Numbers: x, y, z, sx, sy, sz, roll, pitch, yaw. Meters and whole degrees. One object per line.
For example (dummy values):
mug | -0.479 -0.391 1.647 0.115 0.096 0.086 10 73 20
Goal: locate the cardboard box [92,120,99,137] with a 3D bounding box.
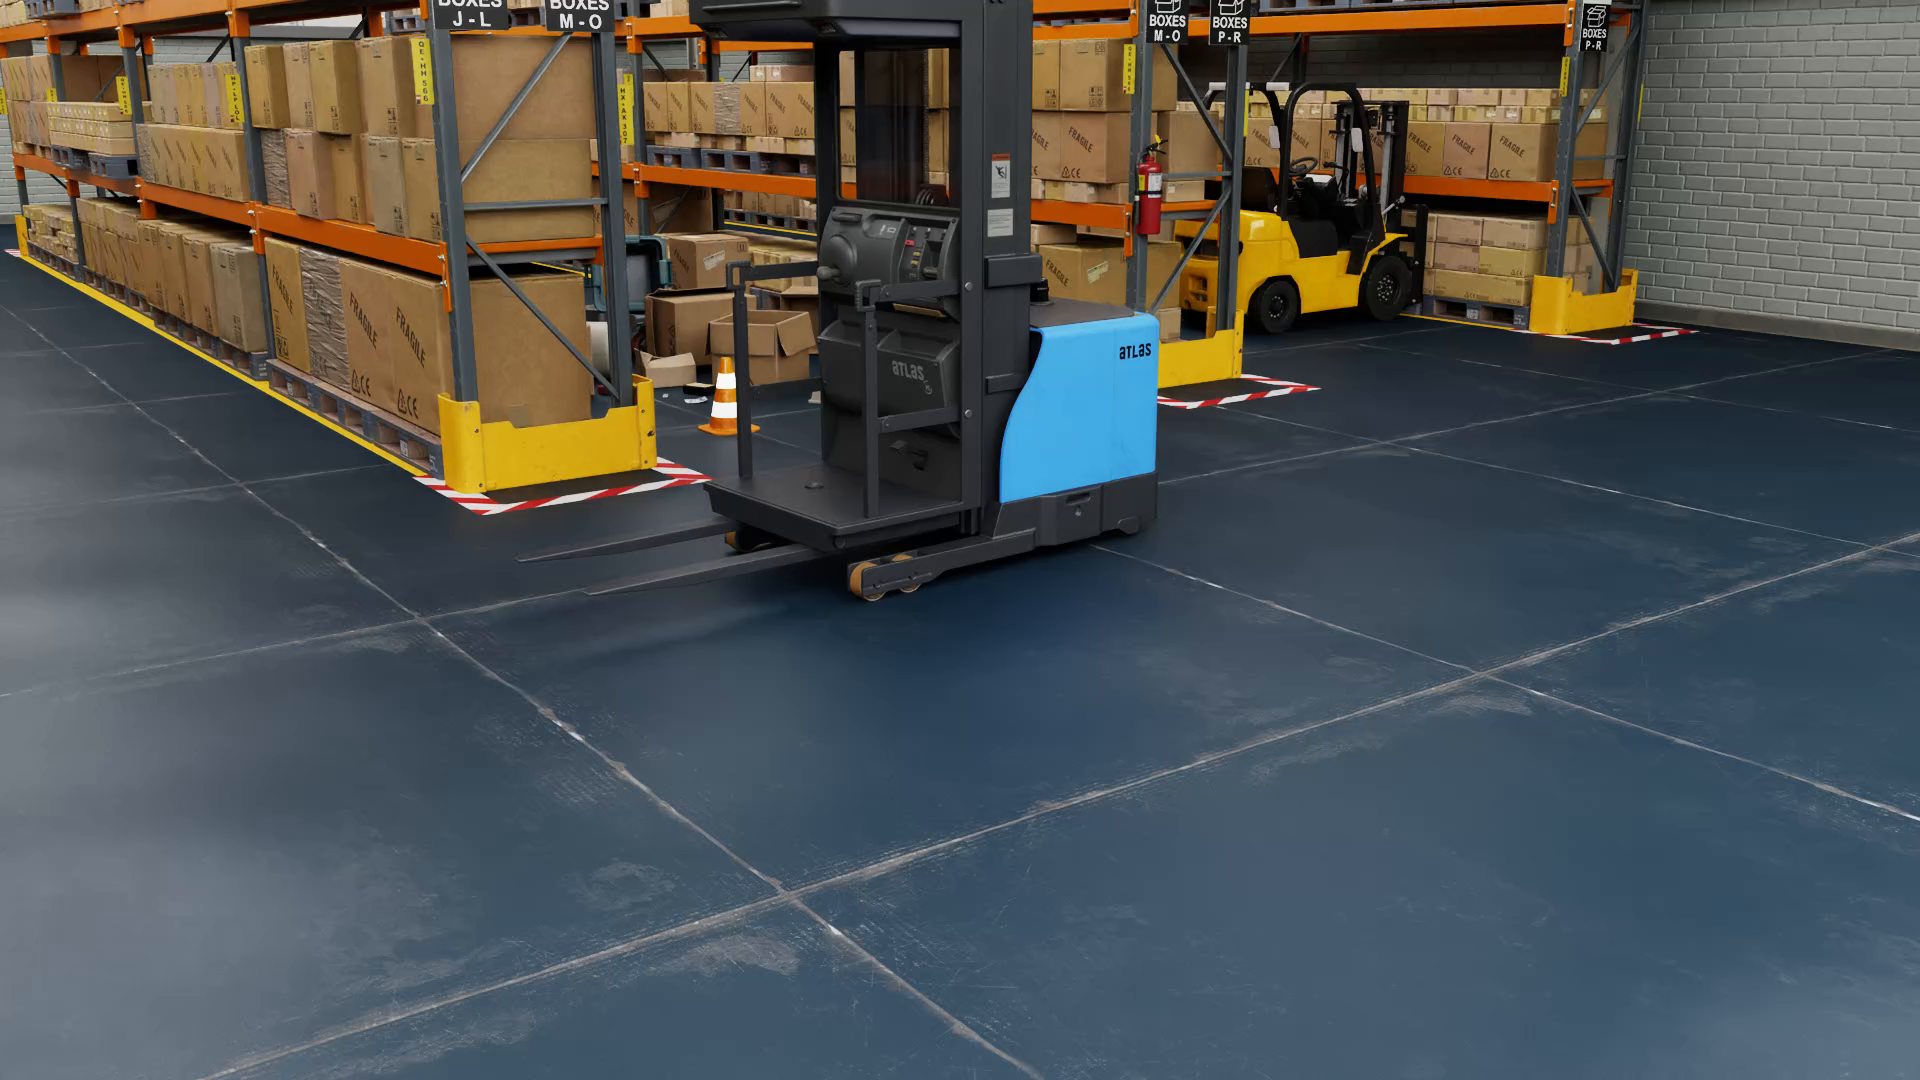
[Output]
cardboard box | -7.996 -3.903 15.770 0.380 0.149 0.250 -10 18 -33

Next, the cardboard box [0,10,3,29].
cardboard box | -11.668 -6.478 20.664 0.500 0.250 0.500 -10 18 -33

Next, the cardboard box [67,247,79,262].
cardboard box | -9.880 -3.243 18.848 0.380 0.149 0.250 -11 19 -34

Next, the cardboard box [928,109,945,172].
cardboard box | -0.093 -3.308 13.727 0.500 0.500 0.500 -11 19 -35

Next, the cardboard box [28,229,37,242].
cardboard box | -11.677 -3.905 21.266 0.380 0.149 0.250 -10 18 -33

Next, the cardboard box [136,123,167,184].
cardboard box | -6.976 -3.441 14.777 0.500 0.500 0.500 -11 19 -34

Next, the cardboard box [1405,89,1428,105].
cardboard box | 4.427 -4.189 15.717 0.380 0.149 0.250 -10 18 -33

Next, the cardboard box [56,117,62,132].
cardboard box | -9.208 -4.344 17.382 0.380 0.149 0.250 -10 18 -33

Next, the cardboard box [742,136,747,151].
cardboard box | -1.911 -3.907 16.349 0.380 0.149 0.250 -12 19 -36

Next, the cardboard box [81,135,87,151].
cardboard box | -8.434 -3.921 16.399 0.380 0.149 0.250 -10 18 -33

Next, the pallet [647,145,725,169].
pallet | -2.572 -4.092 17.709 1.213 0.211 1.003 -11 19 -35

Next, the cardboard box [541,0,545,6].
cardboard box | -4.638 -6.315 19.243 0.396 0.266 0.258 -9 18 -30

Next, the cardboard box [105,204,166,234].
cardboard box | -8.228 -3.212 16.647 0.500 0.250 0.500 -10 18 -33

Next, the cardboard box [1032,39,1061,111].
cardboard box | 0.858 -3.471 12.427 0.700 0.500 0.500 -11 19 -34

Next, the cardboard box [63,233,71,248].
cardboard box | -9.985 -3.429 18.965 0.380 0.149 0.250 -12 19 -37

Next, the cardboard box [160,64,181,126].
cardboard box | -6.467 -3.856 14.399 0.700 0.500 0.500 -11 19 -35

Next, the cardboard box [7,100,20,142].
cardboard box | -11.685 -5.292 20.976 0.500 0.500 0.500 -10 18 -32

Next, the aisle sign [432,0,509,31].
aisle sign | -2.519 -3.014 8.483 0.394 0.787 0.004 -11 19 -35

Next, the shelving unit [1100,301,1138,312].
shelving unit | 0.744 -0.687 8.598 0.215 1.050 0.252 -13 20 -39

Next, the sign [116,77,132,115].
sign | -7.455 -3.965 14.836 0.100 0.325 0.005 -11 19 -35

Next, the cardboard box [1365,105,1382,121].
cardboard box | 4.155 -4.156 16.162 0.380 0.149 0.250 -11 19 -36

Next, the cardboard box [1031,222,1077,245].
cardboard box | 0.674 -2.362 12.786 0.380 0.149 0.250 -10 18 -33

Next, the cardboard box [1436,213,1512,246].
cardboard box | 4.811 -2.900 15.509 0.500 0.250 0.500 -10 18 -34

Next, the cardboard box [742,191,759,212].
cardboard box | -3.014 -5.463 26.294 0.700 0.500 0.500 -10 18 -32

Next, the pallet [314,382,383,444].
pallet | -3.565 -0.896 10.951 1.003 0.211 1.213 -11 19 -35

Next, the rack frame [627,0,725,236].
rack frame | -3.077 -4.320 18.180 1.000 3.000 0.127 -11 19 -35

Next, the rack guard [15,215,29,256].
rack guard | -11.681 -4.017 21.806 1.175 0.500 0.348 -11 19 -35

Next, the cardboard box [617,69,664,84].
cardboard box | -3.593 -4.921 18.289 0.500 0.500 0.500 -11 19 -36

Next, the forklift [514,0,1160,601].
forklift | -0.487 -1.308 7.303 3.031 2.935 1.130 -12 20 -38

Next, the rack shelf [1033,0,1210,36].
rack shelf | 0.451 -4.139 13.197 1.077 0.370 4.000 -11 19 -35

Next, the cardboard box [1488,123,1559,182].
cardboard box | 5.138 -3.496 14.978 0.500 0.500 0.500 -11 19 -36

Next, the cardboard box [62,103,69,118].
cardboard box | -8.901 -4.376 16.934 0.380 0.149 0.250 -11 19 -35

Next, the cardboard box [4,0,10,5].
cardboard box | -11.083 -6.499 19.795 0.500 0.250 0.500 -11 19 -34

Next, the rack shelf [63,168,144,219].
rack shelf | -8.198 -3.611 16.949 1.077 0.370 4.000 -11 19 -35

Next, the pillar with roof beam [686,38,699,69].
pillar with roof beam | -8.107 -9.741 26.620 9.100 9.000 0.400 -11 19 -35

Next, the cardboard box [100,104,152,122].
cardboard box | -7.681 -3.932 15.315 0.380 0.149 0.250 -12 19 -37

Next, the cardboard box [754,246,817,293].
cardboard box | -1.461 -2.666 16.317 0.950 0.372 0.625 -10 18 -31

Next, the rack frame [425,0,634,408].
rack frame | -2.318 -1.822 9.052 1.000 3.000 0.127 -11 19 -35

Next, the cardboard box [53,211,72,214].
cardboard box | -10.677 -3.872 20.018 0.380 0.149 0.250 -11 19 -34

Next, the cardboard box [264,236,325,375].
cardboard box | -4.357 -1.709 11.867 0.875 0.875 0.875 -11 19 -34

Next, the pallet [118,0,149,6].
pallet | -6.600 -4.757 14.450 1.213 0.211 1.003 -10 18 -32

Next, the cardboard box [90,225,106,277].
cardboard box | -8.841 -3.070 17.550 0.500 0.500 0.500 -10 18 -32

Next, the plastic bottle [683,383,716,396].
plastic bottle | -1.891 -1.086 11.927 0.283 0.061 0.133 10 18 33

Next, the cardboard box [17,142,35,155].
cardboard box | -11.502 -4.884 20.714 0.380 0.149 0.250 -12 19 -36

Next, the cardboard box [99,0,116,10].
cardboard box | -7.563 -5.108 15.186 0.500 0.500 0.500 -11 19 -35

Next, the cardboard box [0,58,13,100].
cardboard box | -11.676 -5.776 20.850 0.500 0.500 0.500 -11 19 -35

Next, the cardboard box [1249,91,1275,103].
cardboard box | 3.235 -4.628 17.322 0.380 0.149 0.250 -10 18 -33

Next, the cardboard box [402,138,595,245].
cardboard box | -2.573 -1.967 9.296 0.875 0.550 0.550 -11 19 -35

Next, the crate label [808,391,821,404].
crate label | -0.880 -1.036 11.603 0.298 0.136 0.250 7 17 23

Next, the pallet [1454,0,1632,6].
pallet | 5.245 -4.943 14.938 1.003 0.211 1.213 -11 19 -35

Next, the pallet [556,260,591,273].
pallet | -4.193 -3.416 20.157 1.003 0.211 1.213 -11 19 -35

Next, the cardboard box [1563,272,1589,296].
cardboard box | 5.509 -2.395 15.558 0.500 0.250 0.500 -11 19 -34

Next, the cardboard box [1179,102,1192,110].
cardboard box | 2.639 -4.750 18.330 0.380 0.149 0.250 -11 19 -35

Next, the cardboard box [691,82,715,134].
cardboard box | -2.370 -4.360 16.776 0.500 0.500 0.500 -10 18 -34

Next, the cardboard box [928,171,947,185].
cardboard box | -0.055 -2.953 13.661 0.380 0.149 0.250 -11 19 -34
